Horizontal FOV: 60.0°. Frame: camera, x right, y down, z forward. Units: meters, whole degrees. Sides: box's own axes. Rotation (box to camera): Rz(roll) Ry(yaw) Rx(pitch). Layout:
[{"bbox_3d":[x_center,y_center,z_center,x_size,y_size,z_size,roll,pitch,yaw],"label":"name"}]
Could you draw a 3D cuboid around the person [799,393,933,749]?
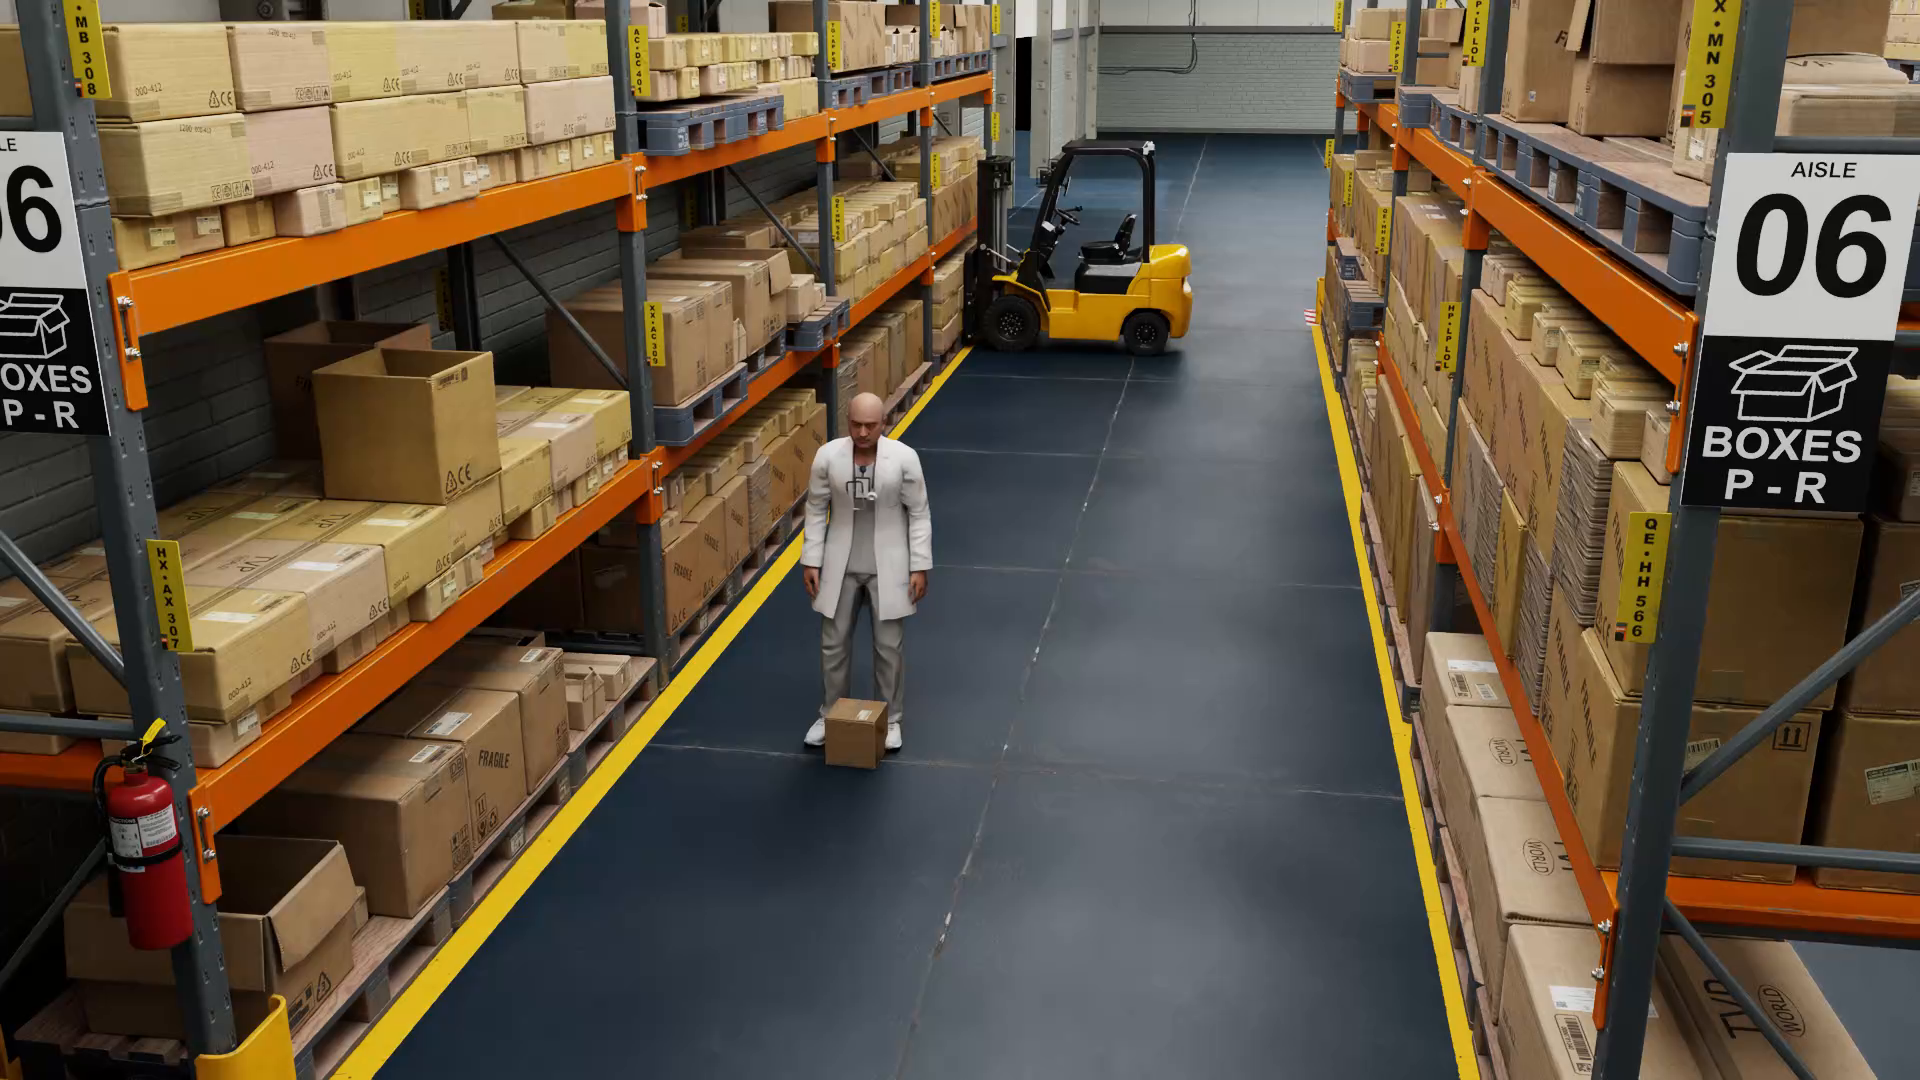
[{"bbox_3d":[-0.456,0.143,8.126,0.656,1.775,0.418,2,18,6],"label":"person"}]
